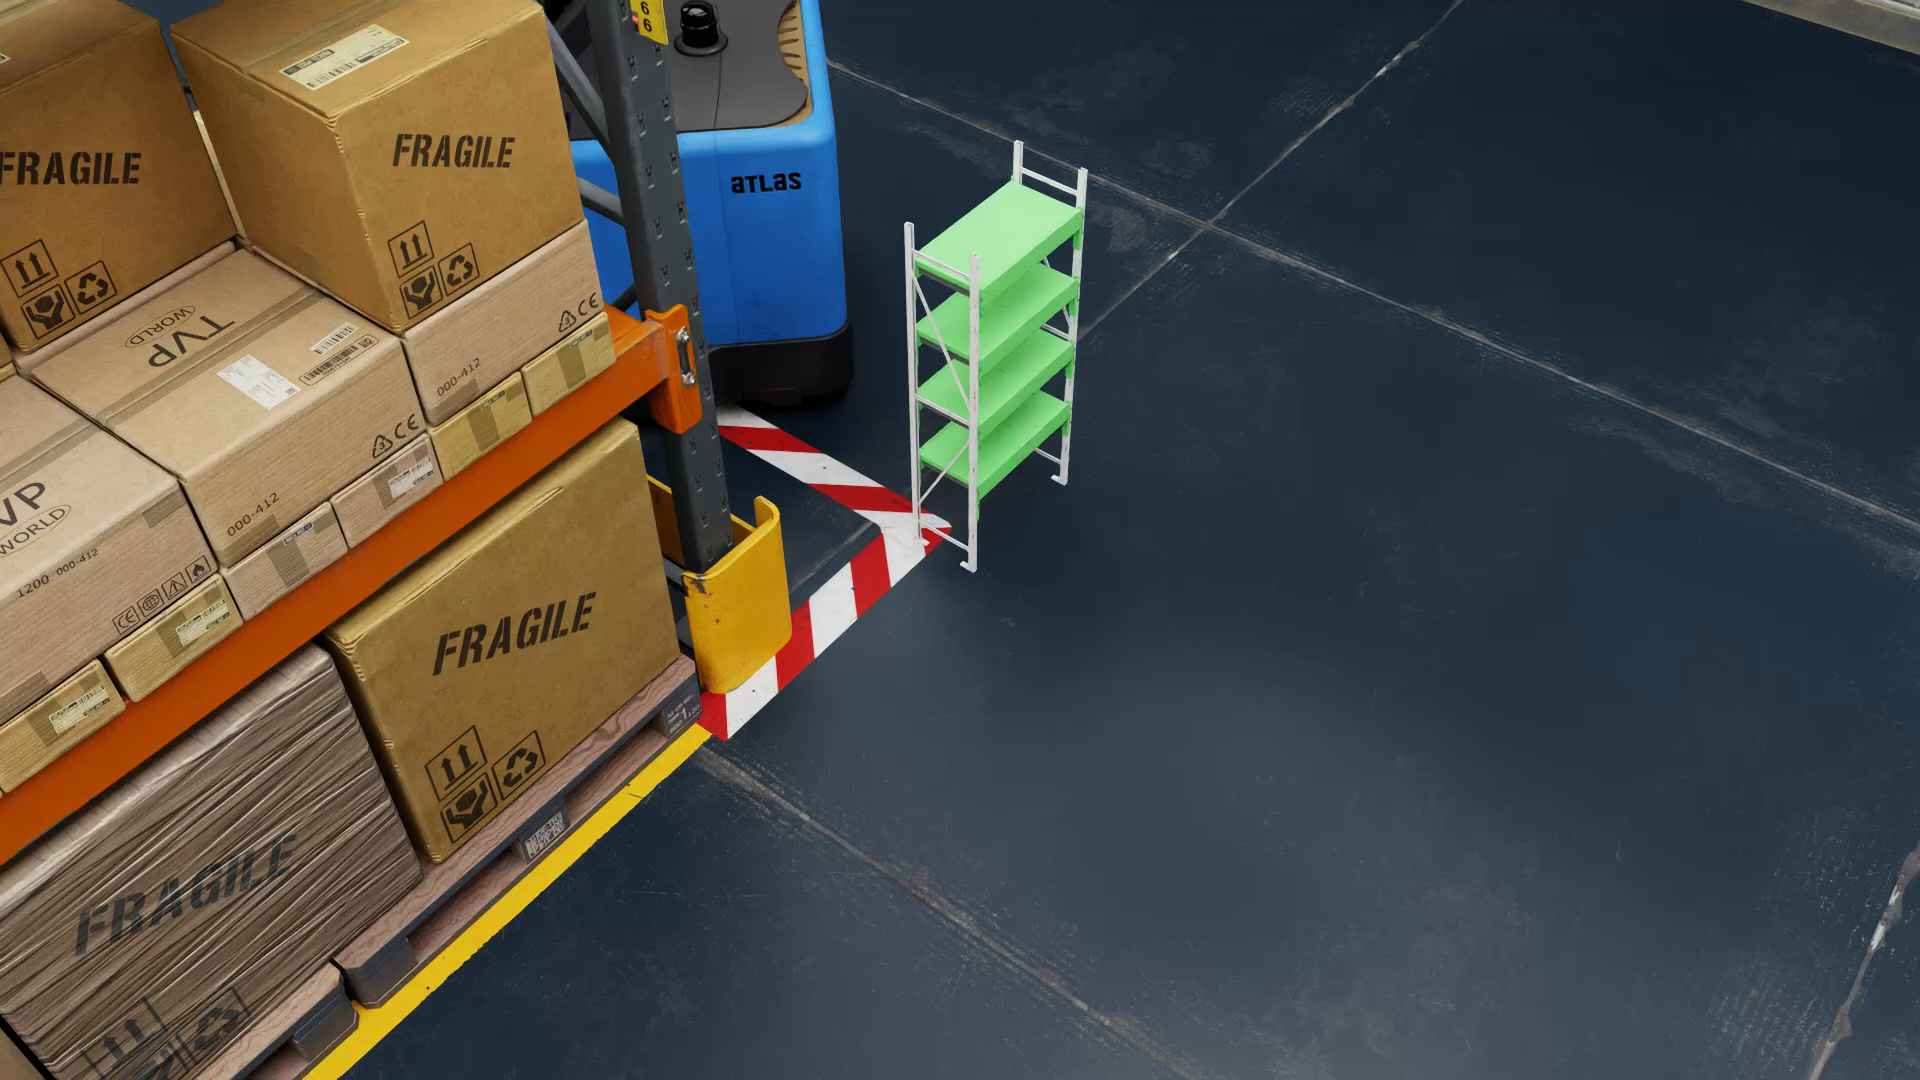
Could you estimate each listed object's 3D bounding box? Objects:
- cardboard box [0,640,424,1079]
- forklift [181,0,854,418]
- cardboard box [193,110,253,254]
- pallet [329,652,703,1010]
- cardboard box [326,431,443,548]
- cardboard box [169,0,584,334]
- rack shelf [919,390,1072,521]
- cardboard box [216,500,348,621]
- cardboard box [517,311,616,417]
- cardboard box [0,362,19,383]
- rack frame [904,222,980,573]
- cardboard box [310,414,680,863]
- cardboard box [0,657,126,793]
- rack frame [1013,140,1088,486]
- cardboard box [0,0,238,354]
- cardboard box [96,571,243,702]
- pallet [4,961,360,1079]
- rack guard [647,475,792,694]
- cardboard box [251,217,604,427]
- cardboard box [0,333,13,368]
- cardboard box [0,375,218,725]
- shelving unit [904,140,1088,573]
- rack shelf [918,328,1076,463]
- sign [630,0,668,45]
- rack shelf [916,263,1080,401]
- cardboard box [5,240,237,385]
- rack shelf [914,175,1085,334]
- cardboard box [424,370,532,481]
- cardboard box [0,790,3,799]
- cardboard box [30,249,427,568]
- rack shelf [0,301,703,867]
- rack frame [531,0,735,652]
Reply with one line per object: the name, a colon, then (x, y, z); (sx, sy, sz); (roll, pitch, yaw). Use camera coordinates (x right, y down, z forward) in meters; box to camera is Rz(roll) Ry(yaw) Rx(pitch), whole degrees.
cardboard box: (-1.943, 0.599, 3.782); (0.875, 0.875, 0.875); (29, 53, 25)
forklift: (-1.919, -1.705, 4.852); (3.031, 2.935, 1.130); (-5, 47, -5)
cardboard box: (-1.565, -0.808, 3.845); (0.500, 0.250, 0.500); (28, 52, 24)
pallet: (-1.485, 0.543, 4.585); (1.003, 0.211, 1.213); (29, 53, 25)
cardboard box: (-1.328, -0.183, 3.524); (0.380, 0.149, 0.250); (29, 53, 25)
cardboard box: (-1.148, -0.827, 3.345); (0.500, 0.500, 0.500); (30, 53, 25)
rack shelf: (0.101, -0.299, 5.126); (0.258, 0.148, 0.480); (29, 53, 25)
cardboard box: (-1.481, -0.040, 3.388); (0.380, 0.149, 0.250); (30, 53, 26)
cardboard box: (-1.015, -0.476, 3.804); (0.380, 0.149, 0.250); (30, 53, 26)
cardboard box: (-2.188, -0.221, 3.285); (0.500, 0.250, 0.500); (28, 52, 24)
rack frame: (-0.048, -0.370, 4.773); (0.240, 1.200, 0.015); (29, 53, 25)
cardboard box: (-1.386, 0.078, 4.280); (0.875, 0.875, 0.875); (29, 53, 25)
cardboard box: (-1.797, 0.258, 3.103); (0.380, 0.149, 0.250); (29, 53, 25)
rack frame: (0.250, -0.649, 5.040); (0.240, 1.200, 0.015); (29, 53, 25)
cardboard box: (-1.871, -0.781, 3.301); (0.500, 0.500, 0.500); (28, 52, 24)
cardboard box: (-1.639, 0.109, 3.245); (0.380, 0.149, 0.250); (28, 52, 24)
pallet: (-2.231, 1.238, 3.921); (1.003, 0.211, 1.213); (29, 53, 25)
rack guard: (-1.044, -0.062, 4.964); (1.175, 0.500, 0.348); (29, 53, 25)
cardboard box: (-1.145, -0.568, 3.617); (0.500, 0.250, 0.500); (28, 53, 24)
cardboard box: (-2.183, -0.481, 3.015); (0.500, 0.500, 0.500); (28, 52, 24)
cardboard box: (-1.766, 0.013, 3.061); (0.500, 0.250, 0.500); (27, 52, 24)
shelving unit: (0.101, -0.509, 4.907); (0.258, 1.200, 0.503); (29, 53, 25)
rack shelf: (0.101, -0.465, 4.953); (0.258, 0.148, 0.480); (29, 53, 25)
sign: (-0.637, -1.146, 3.306); (0.100, 0.325, 0.005); (29, 53, 25)
rack shelf: (0.101, -0.631, 4.779); (0.258, 0.148, 0.480); (29, 53, 25)
cardboard box: (-1.878, -0.507, 3.558); (0.500, 0.250, 0.500); (29, 53, 25)
rack shelf: (0.101, -0.797, 4.606); (0.258, 0.148, 0.480); (29, 53, 25)
cardboard box: (-1.173, -0.326, 3.661); (0.380, 0.149, 0.250); (30, 53, 25)
cardboard box: (-1.950, 0.399, 2.968); (0.380, 0.149, 0.250); (30, 53, 26)
cardboard box: (-1.455, -0.278, 3.340); (0.500, 0.250, 0.500); (28, 53, 24)
rack shelf: (-2.281, 0.481, 3.214); (1.077, 0.370, 4.000); (29, 53, 25)
rack frame: (-1.058, -0.912, 4.047); (1.000, 3.000, 0.127); (29, 53, 25)
